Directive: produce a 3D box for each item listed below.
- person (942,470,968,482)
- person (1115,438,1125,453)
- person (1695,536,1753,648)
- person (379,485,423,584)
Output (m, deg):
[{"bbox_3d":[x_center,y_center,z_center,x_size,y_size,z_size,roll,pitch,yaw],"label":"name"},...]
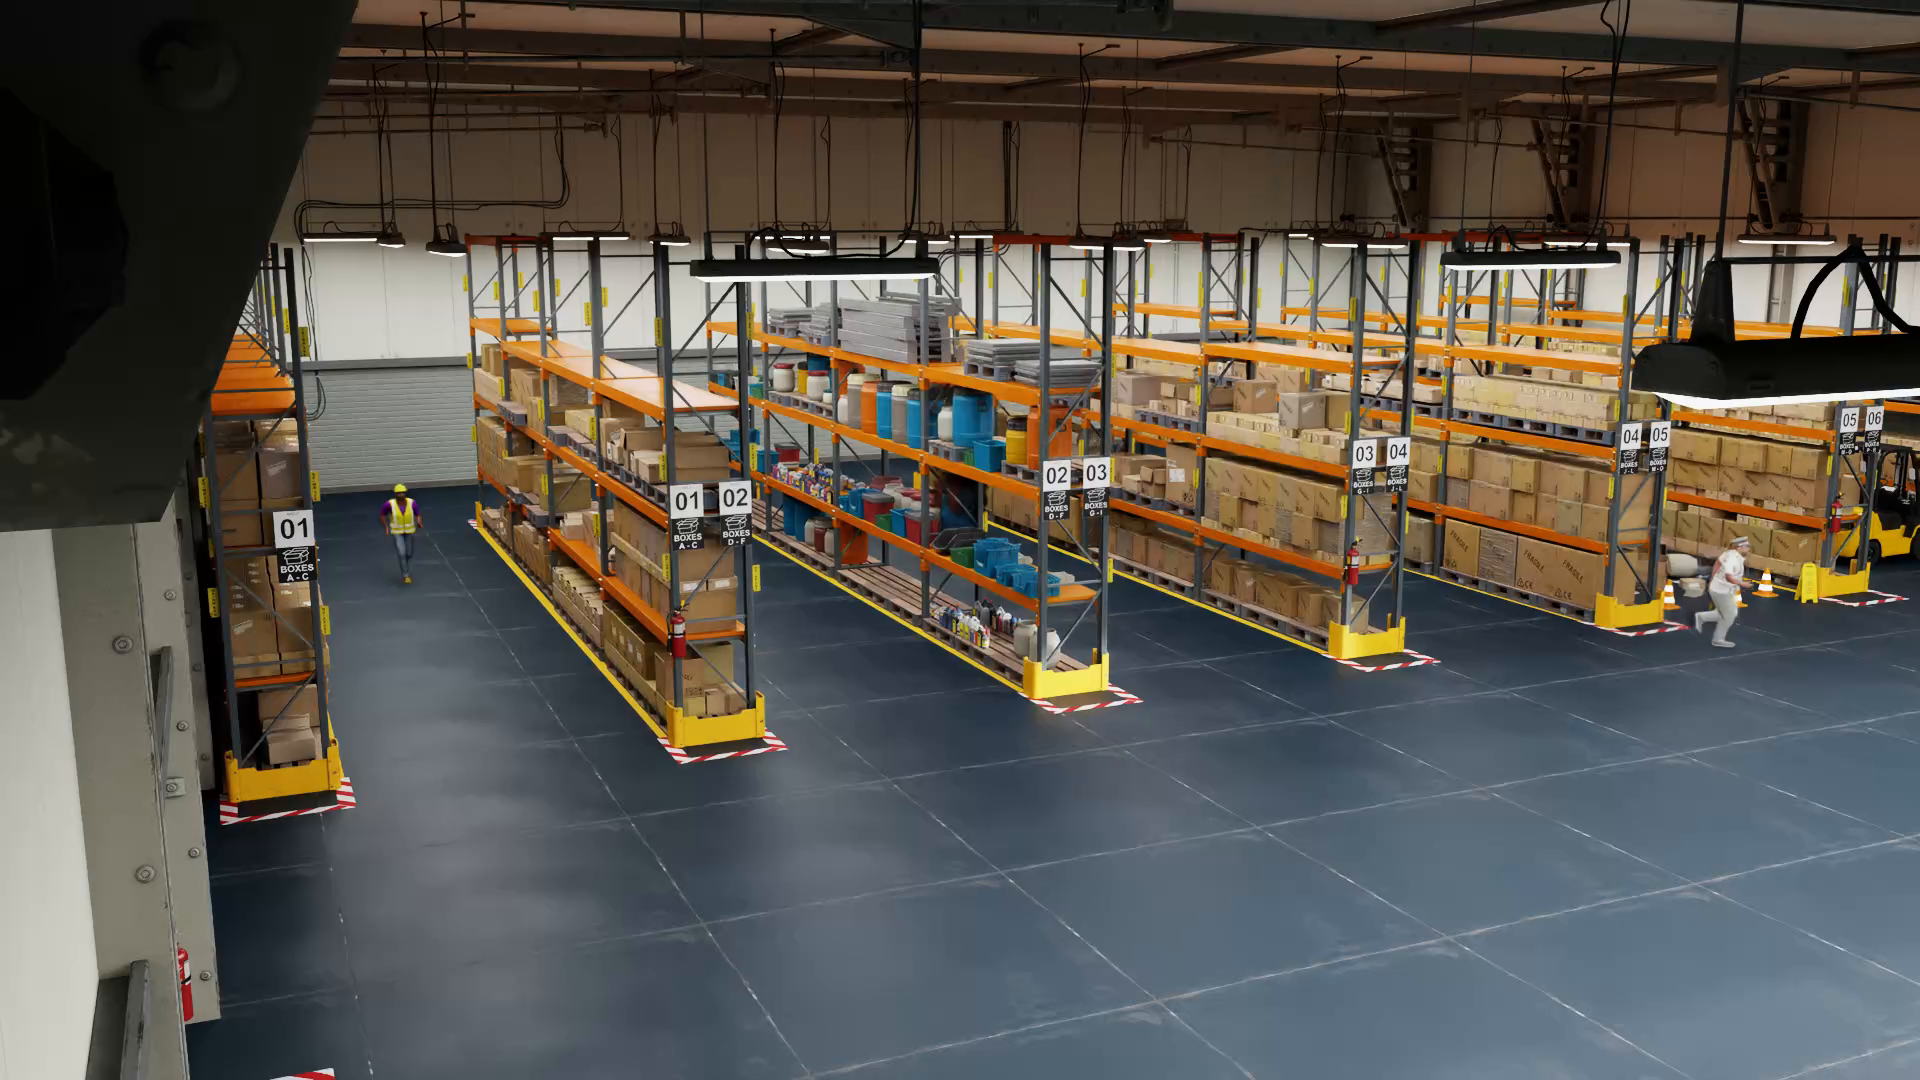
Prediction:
[{"bbox_3d":[-0.078,-1.068,34.005,0.713,1.776,0.955,-8,14,-37],"label":"person"},{"bbox_3d":[4.207,-2.495,41.602,0.632,1.690,0.717,0,11,1],"label":"person"},{"bbox_3d":[11.372,0.762,24.746,0.763,1.714,0.649,6,12,28],"label":"person"},{"bbox_3d":[-9.850,-0.137,29.318,0.683,1.741,0.851,-6,13,-30],"label":"person"}]
